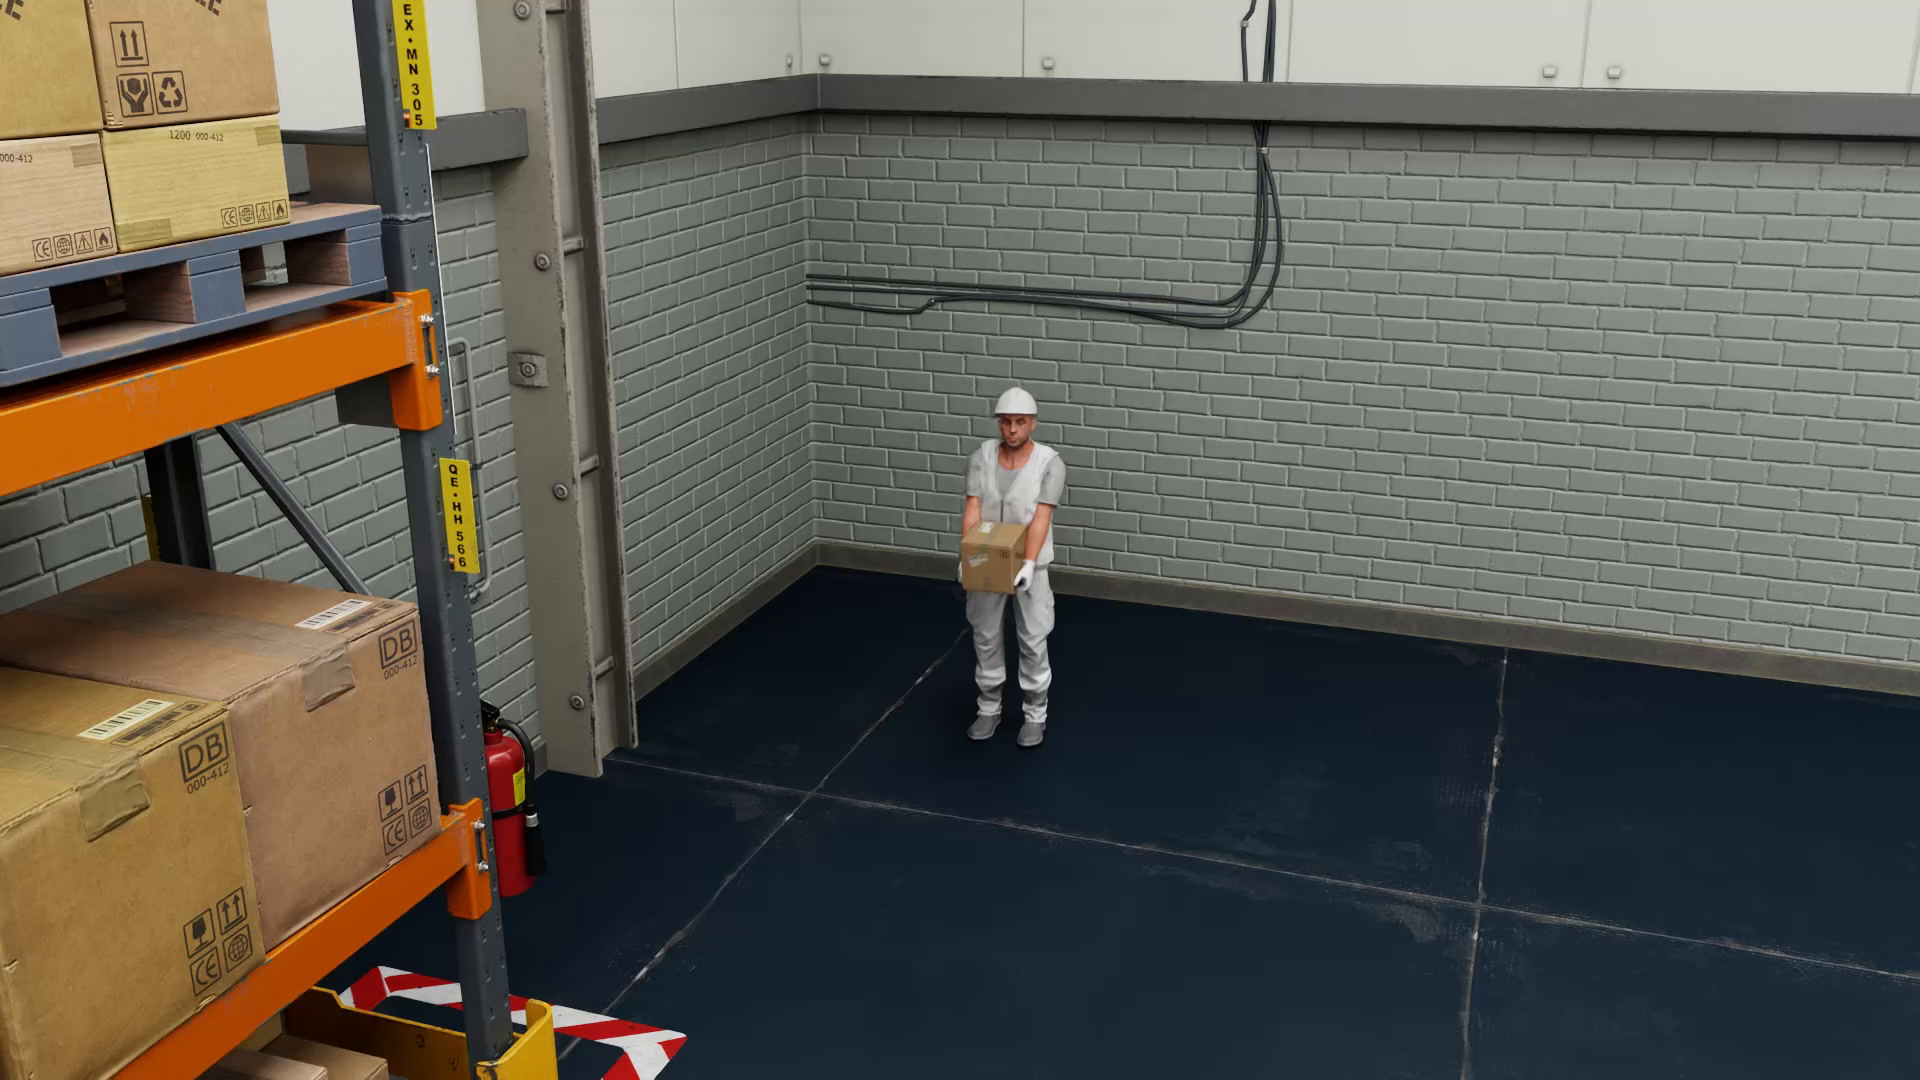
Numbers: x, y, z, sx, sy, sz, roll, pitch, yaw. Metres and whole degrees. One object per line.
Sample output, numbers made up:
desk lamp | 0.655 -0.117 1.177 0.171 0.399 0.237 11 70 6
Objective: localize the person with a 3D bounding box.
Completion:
person | 0.233 0.158 8.050 0.495 1.786 0.563 6 19 18
